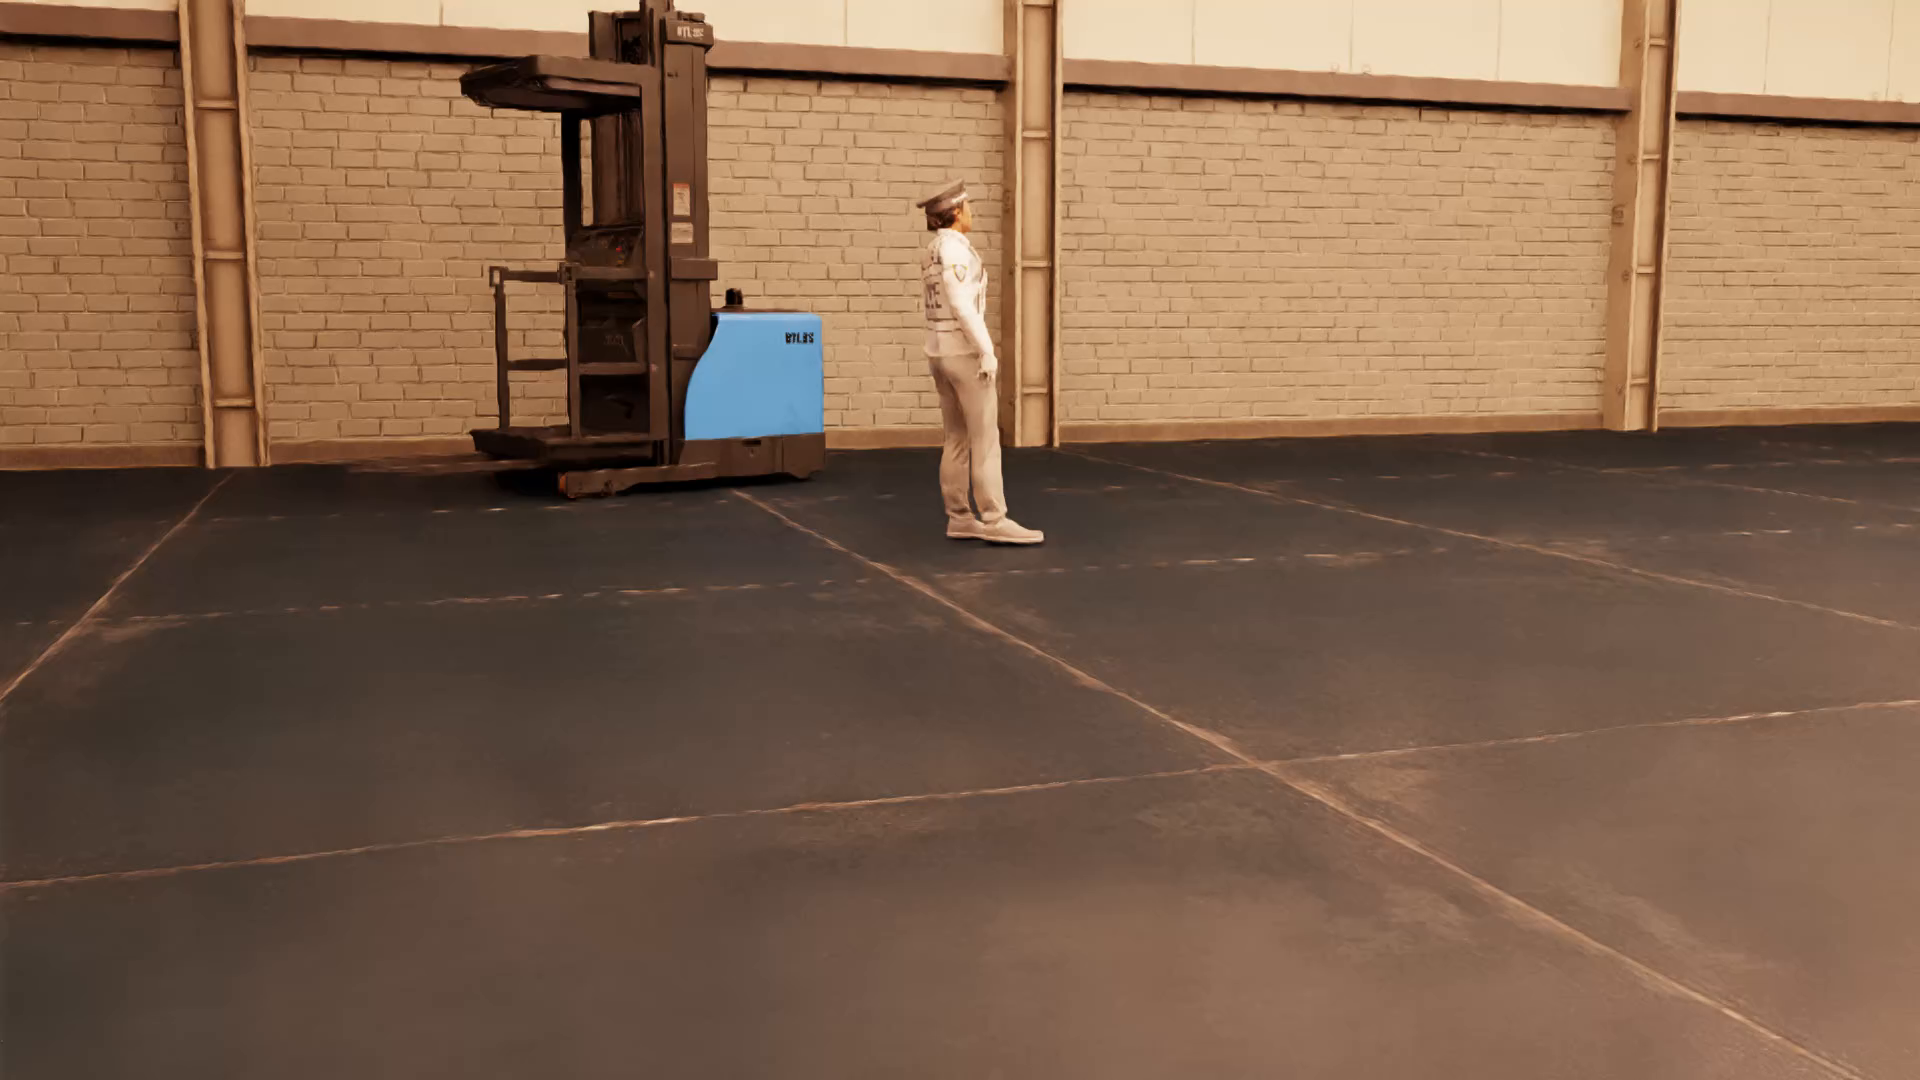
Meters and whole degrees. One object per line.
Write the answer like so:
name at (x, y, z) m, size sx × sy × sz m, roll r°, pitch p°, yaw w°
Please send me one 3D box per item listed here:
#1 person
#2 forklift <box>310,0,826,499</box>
person at (0.066, -0.849, 7.823) m, size 0.532 × 1.695 × 0.586 m, roll -3°, pitch 8°, yaw -18°
forklift at (-2.335, -1.767, 10.042) m, size 3.031 × 2.935 × 1.130 m, roll -6°, pitch 10°, yaw -38°
